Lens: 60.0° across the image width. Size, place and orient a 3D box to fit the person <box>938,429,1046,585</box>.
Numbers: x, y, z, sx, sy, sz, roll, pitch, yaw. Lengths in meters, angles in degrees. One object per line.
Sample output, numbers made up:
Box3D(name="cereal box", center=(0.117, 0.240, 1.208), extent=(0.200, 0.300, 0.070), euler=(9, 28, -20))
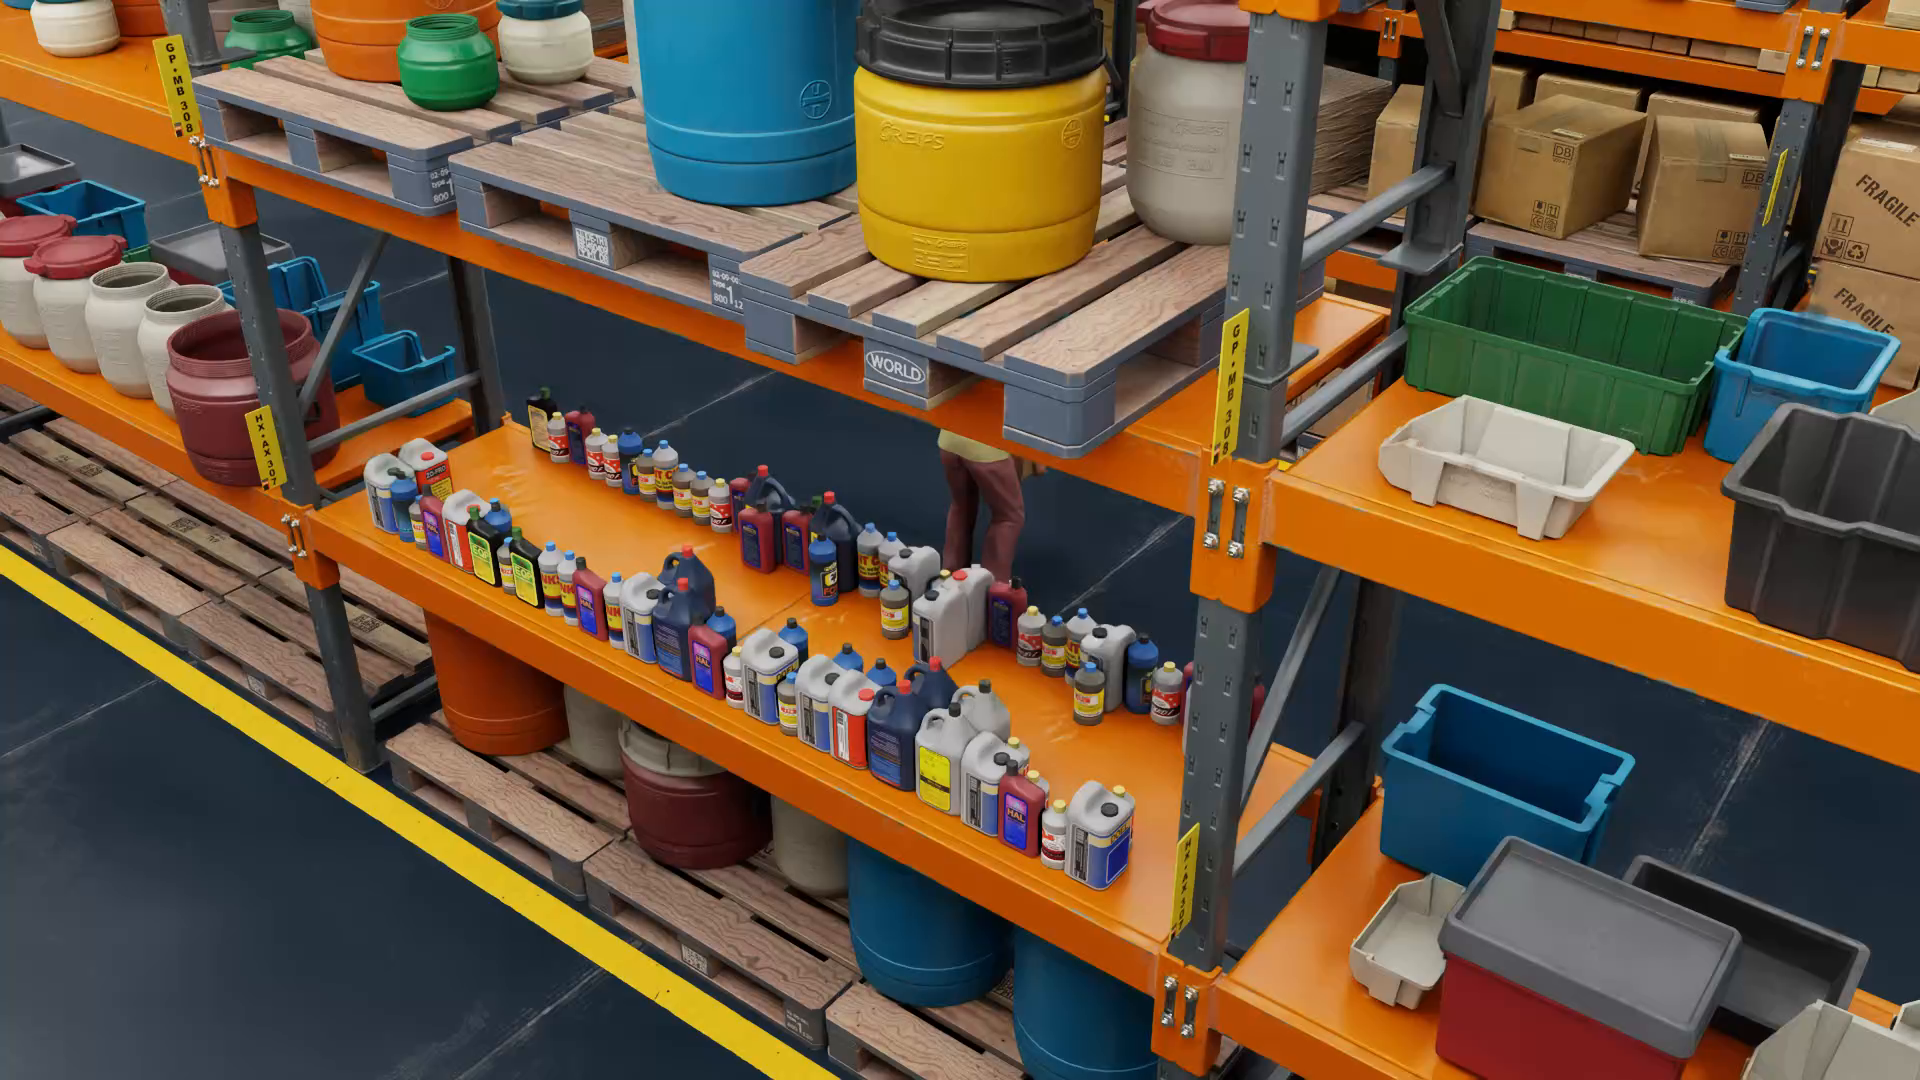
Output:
Box3D(name="person", center=(0.198, -0.421, 8.064), extent=(0.406, 1.445, 0.731), euler=(21, 37, 30))
